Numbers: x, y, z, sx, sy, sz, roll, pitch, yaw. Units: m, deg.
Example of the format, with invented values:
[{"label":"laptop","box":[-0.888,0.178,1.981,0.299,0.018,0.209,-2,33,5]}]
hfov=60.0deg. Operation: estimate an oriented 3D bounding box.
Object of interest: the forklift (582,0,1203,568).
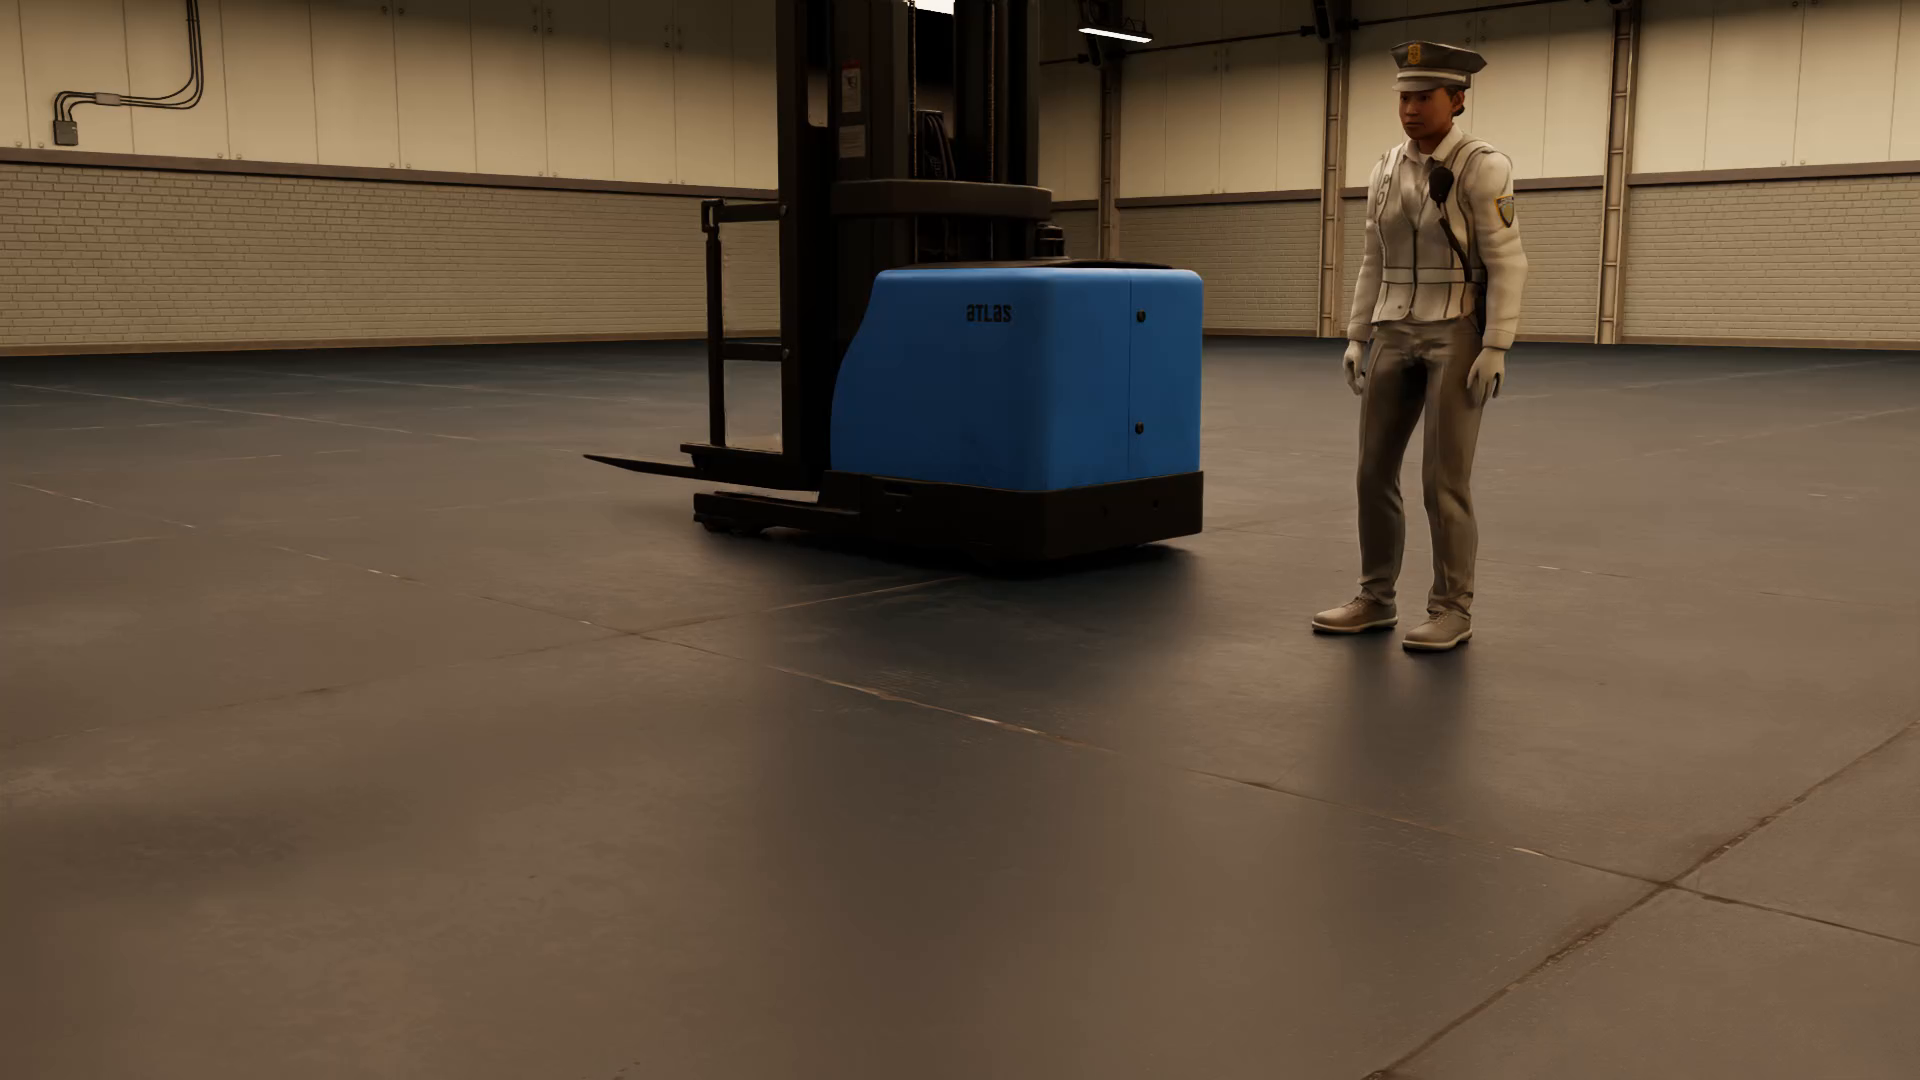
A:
[{"label":"forklift","box":[-0.474,-1.513,6.922,3.031,2.935,1.130,8,12,43]}]

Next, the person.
[{"label":"person","box":[1.320,-0.537,4.707,0.374,1.662,0.542,-7,11,-39]}]
